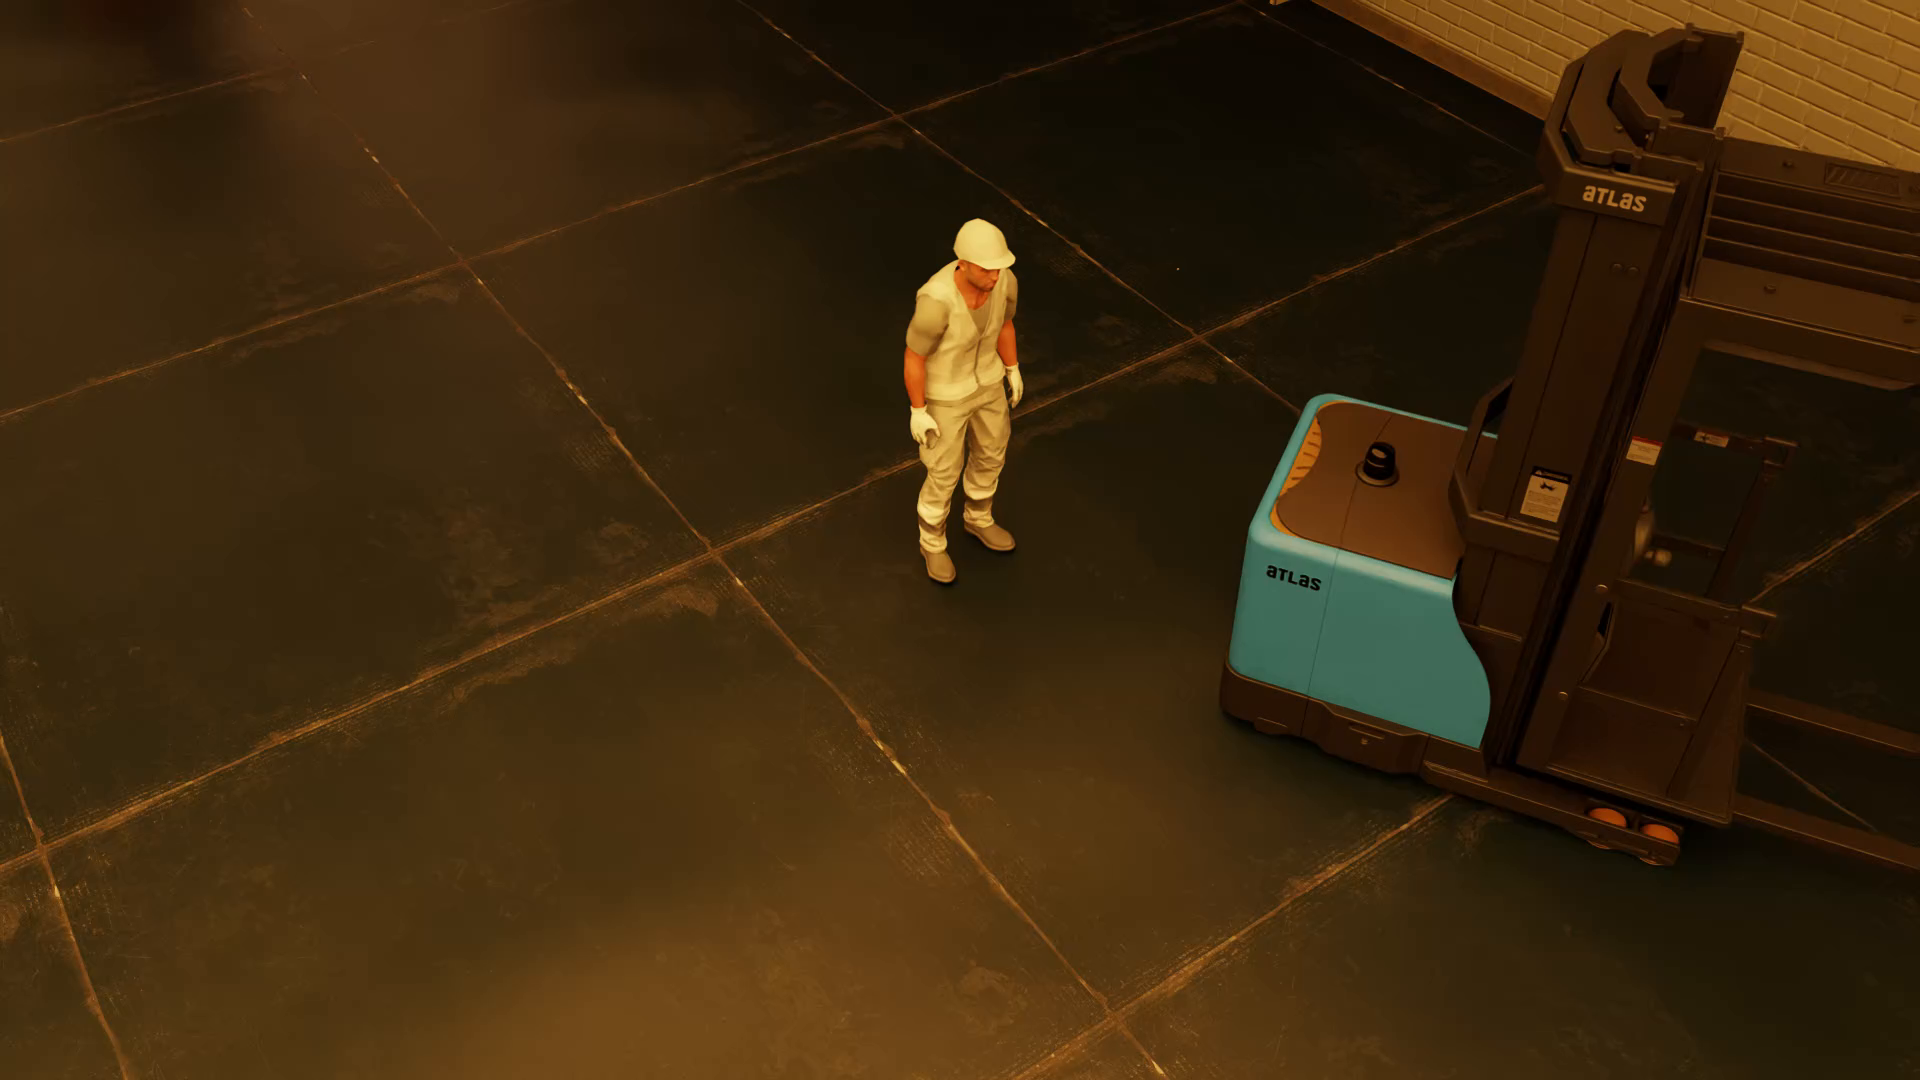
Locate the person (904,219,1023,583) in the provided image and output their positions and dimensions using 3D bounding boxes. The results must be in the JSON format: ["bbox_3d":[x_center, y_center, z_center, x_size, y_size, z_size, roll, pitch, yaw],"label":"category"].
[{"bbox_3d":[0.032,-0.631,7.253,0.608,1.778,0.450,-27,49,-26],"label":"person"}]

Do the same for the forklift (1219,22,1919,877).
[{"bbox_3d":[2.659,-0.220,5.955,3.031,2.935,1.130,17,45,17],"label":"forklift"}]
